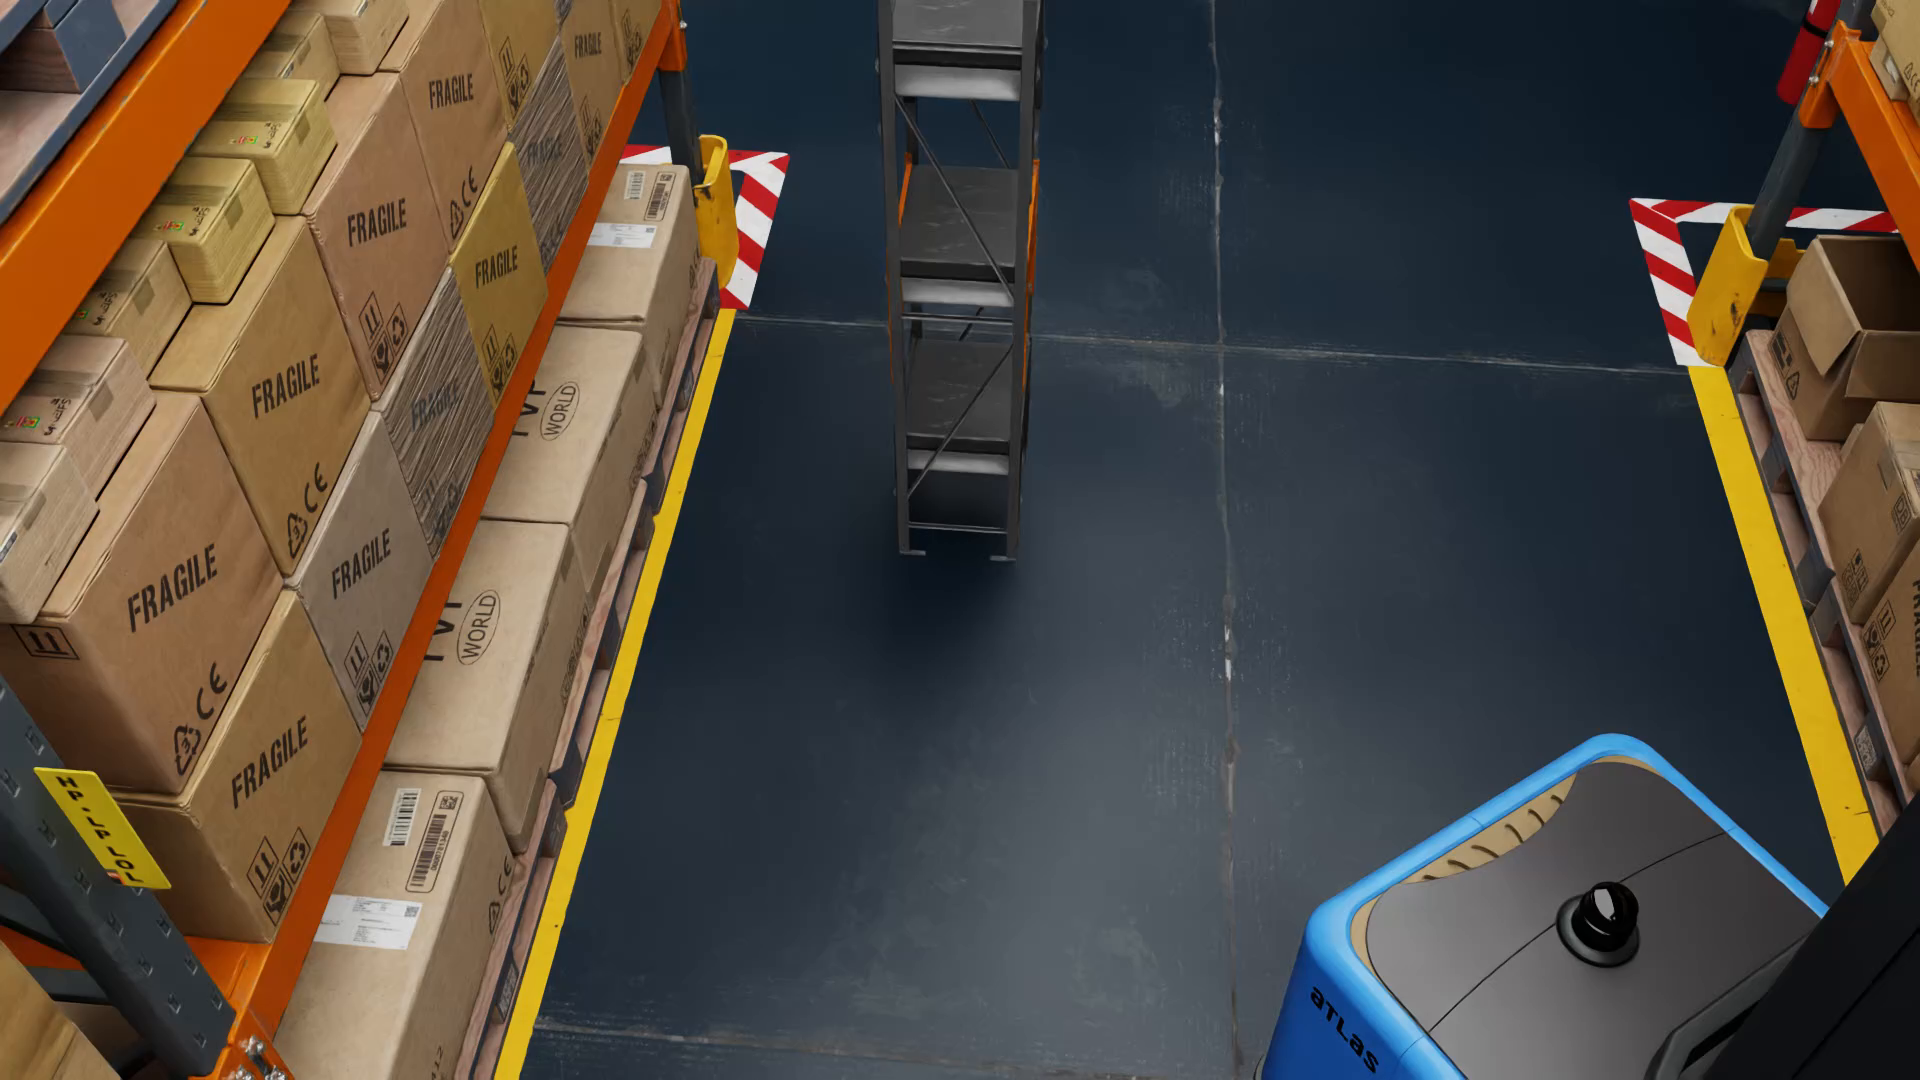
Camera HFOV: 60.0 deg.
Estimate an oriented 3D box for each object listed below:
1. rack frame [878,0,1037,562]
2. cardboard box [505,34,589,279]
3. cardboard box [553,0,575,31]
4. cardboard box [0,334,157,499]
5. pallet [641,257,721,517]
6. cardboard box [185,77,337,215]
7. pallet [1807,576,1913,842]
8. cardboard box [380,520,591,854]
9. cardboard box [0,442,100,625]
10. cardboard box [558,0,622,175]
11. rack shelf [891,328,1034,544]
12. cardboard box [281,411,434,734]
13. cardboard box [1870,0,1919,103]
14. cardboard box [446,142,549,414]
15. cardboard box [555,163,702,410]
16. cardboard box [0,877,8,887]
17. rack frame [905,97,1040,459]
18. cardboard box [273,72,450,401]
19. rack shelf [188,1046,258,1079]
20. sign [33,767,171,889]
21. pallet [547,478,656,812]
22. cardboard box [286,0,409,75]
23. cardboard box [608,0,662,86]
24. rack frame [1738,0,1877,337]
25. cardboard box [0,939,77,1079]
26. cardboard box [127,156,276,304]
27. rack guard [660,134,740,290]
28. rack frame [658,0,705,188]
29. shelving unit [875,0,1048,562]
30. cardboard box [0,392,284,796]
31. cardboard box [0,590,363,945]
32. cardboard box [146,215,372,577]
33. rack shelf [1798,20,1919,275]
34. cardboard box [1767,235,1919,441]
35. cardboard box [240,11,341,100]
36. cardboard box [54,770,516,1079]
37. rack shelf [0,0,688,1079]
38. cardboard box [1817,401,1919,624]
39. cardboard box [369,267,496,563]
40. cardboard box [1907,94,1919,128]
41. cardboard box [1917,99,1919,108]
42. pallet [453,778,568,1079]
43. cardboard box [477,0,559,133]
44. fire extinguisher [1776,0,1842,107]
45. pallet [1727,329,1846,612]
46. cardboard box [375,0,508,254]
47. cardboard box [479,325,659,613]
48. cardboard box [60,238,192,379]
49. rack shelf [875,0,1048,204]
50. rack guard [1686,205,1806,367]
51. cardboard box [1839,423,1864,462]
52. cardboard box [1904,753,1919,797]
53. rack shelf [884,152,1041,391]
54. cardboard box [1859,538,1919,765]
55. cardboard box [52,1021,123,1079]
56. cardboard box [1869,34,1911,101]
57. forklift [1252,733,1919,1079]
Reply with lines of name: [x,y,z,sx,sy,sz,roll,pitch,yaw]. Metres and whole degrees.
rack frame: [-0.007,-0.651,4.922,0.400,2.100,0.015,4,48,4]
cardboard box: [-1.381,-1.070,4.628,0.500,0.500,0.500,5,48,5]
cardboard box: [-1.328,-1.769,4.590,0.500,0.500,0.500,4,48,4]
cardboard box: [-1.573,-0.209,2.724,0.380,0.149,0.250,5,48,4]
pallet: [-1.498,-0.621,6.175,1.003,0.211,1.213,4,48,4]
cardboard box: [-1.455,-0.772,3.238,0.380,0.149,0.250,3,48,2]
pallet: [3.248,0.654,5.009,1.003,0.211,1.213,4,48,4]
cardboard box: [-1.622,0.396,4.807,0.875,0.438,0.875,3,48,2]
cardboard box: [-1.580,-0.020,2.550,0.380,0.149,0.250,3,48,3]
cardboard box: [-1.344,-1.448,4.974,0.500,0.500,0.500,3,48,3]
rack shelf: [0.015,-0.349,5.613,0.431,0.518,0.480,4,48,4]
cardboard box: [-1.514,0.054,3.600,0.500,0.500,0.500,4,48,4]
cardboard box: [3.131,-1.558,5.042,0.500,0.250,0.500,4,48,4]
cardboard box: [-1.415,-0.689,4.280,0.500,0.500,0.500,5,48,5]
cardboard box: [-1.463,-0.940,6.029,0.875,0.438,0.875,2,48,2]
cardboard box: [-2.079,0.393,3.290,0.500,0.500,0.500,4,48,4]
rack frame: [0.037,-1.010,5.250,0.400,2.100,0.015,4,48,4]
cardboard box: [-1.472,-0.666,3.581,0.500,0.500,0.500,5,48,4]
rack shelf: [-2.049,2.497,1.921,1.077,0.370,4.000,4,48,4]
sign: [-1.326,0.450,2.575,0.100,0.325,0.005,4,48,4]
pallet: [-1.611,0.274,5.357,1.003,0.211,1.213,4,48,4]
cardboard box: [-1.422,-1.138,3.573,0.380,0.149,0.250,4,48,4]
cardboard box: [-1.283,-1.816,5.310,0.500,0.500,0.500,4,48,4]
rack frame: [3.441,-1.823,5.385,1.000,3.000,0.127,4,48,4]
cardboard box: [-1.658,0.759,2.278,0.500,0.500,0.500,5,48,5]
cardboard box: [-1.508,-0.578,3.061,0.380,0.149,0.250,4,48,3]
rack guard: [-1.500,-1.329,6.626,1.175,0.500,0.348,4,48,4]
rack frame: [-1.503,-2.154,5.688,1.000,3.000,0.127,4,48,4]
shelving unit: [0.015,-0.830,5.086,0.431,2.100,0.503,4,48,4]
cardboard box: [-1.583,0.080,2.899,0.500,0.500,0.500,4,48,4]
cardboard box: [-1.564,0.424,3.262,0.500,0.500,0.500,5,48,5]
cardboard box: [-1.530,-0.291,3.238,0.500,0.500,0.500,3,48,3]
rack shelf: [3.258,-0.111,4.306,1.077,0.370,4.000,4,48,4]
cardboard box: [3.291,-0.680,5.746,0.797,0.503,0.637,2,48,2]
cardboard box: [-1.513,-0.962,3.412,0.380,0.149,0.250,4,48,3]
cardboard box: [-1.703,1.054,4.205,0.875,0.438,0.875,3,48,3]
rack shelf: [-1.685,-0.442,4.609,1.077,0.370,4.000,4,48,4]
cardboard box: [3.174,-0.053,5.175,0.700,0.500,0.500,6,48,5]
cardboard box: [-1.462,-0.311,3.934,0.500,0.500,0.500,4,48,4]
cardboard box: [3.160,-1.326,5.100,0.380,0.149,0.250,5,48,4]
cardboard box: [3.085,-1.187,4.703,0.500,0.250,0.500,4,48,4]
pallet: [-1.720,1.172,4.535,1.003,0.211,1.213,4,48,4]
cardboard box: [-1.376,-1.406,4.258,0.500,0.500,0.500,4,48,3]
fire extinguisher: [2.994,-1.811,5.678,0.296,0.674,0.183,4,48,4]
pallet: [3.362,-0.240,5.827,1.003,0.211,1.213,4,48,4]
cardboard box: [-1.424,-1.037,3.920,0.500,0.500,0.500,4,48,3]
cardboard box: [-1.538,-0.267,5.413,0.875,0.438,0.875,5,48,5]
cardboard box: [-1.591,-0.400,2.898,0.380,0.149,0.250,3,48,3]
rack shelf: [0.015,-1.294,4.580,0.431,0.518,0.480,4,48,4]
rack guard: [3.434,-0.924,6.256,1.175,0.500,0.348,4,48,4]
cardboard box: [3.213,-0.250,5.594,0.380,0.149,0.250,2,48,2]
cardboard box: [3.079,0.710,4.477,0.700,0.500,0.500,2,48,2]
rack shelf: [0.015,-0.821,5.097,0.431,0.518,0.480,4,48,4]
cardboard box: [3.026,0.329,4.826,0.500,0.500,0.500,5,48,4]
cardboard box: [-1.665,1.007,2.559,0.500,0.250,0.500,4,48,3]
cardboard box: [3.138,-1.516,5.274,0.380,0.149,0.250,4,48,3]
forklift: [1.938,1.276,2.596,1.130,2.935,3.031,-25,52,-21]
